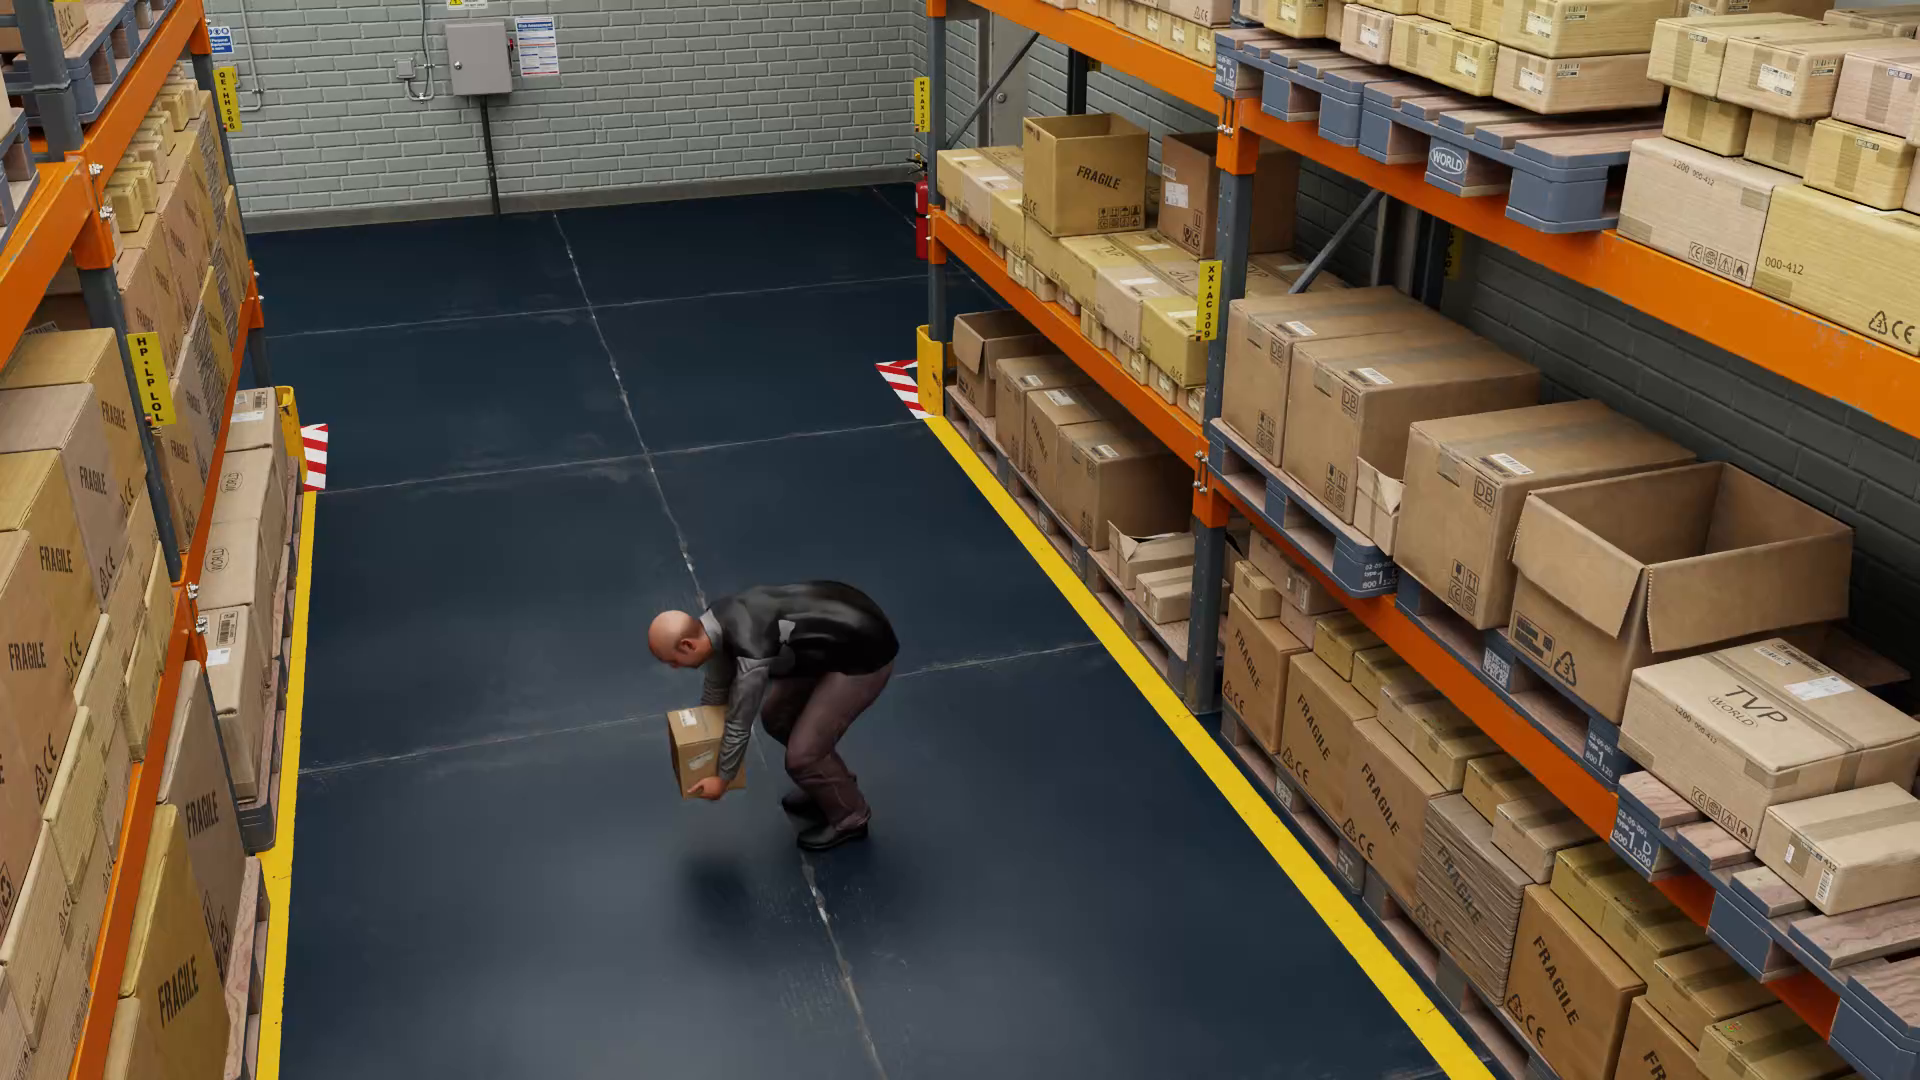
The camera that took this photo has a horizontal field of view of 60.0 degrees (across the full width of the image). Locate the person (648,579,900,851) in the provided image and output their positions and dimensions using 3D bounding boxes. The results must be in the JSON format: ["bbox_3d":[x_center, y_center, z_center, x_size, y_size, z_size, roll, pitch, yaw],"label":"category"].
[{"bbox_3d":[-0.711,0.680,6.472,0.948,1.093,0.499,-9,28,-19],"label":"person"}]
